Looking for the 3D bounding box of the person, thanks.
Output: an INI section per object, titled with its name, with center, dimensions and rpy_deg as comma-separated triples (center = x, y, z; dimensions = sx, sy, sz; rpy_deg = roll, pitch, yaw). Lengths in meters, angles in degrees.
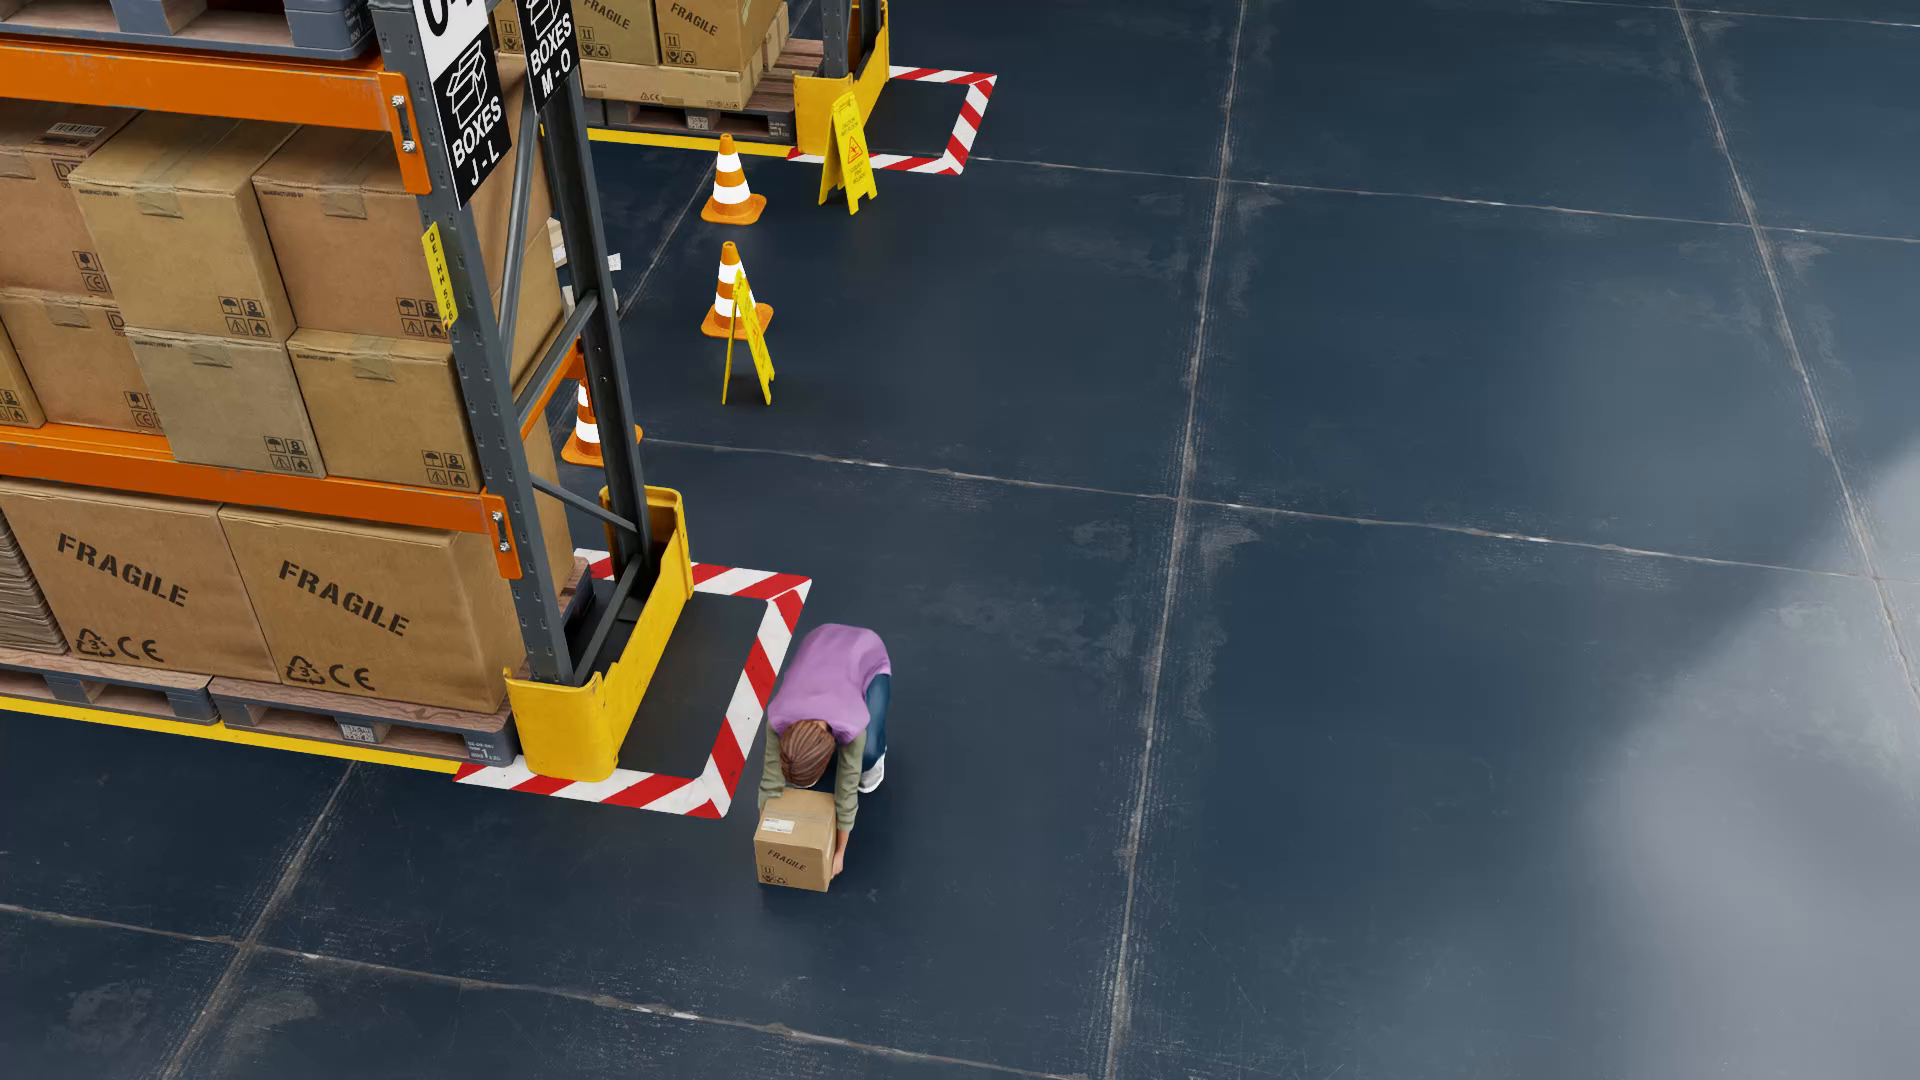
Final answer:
[person]
center = -0.482, 0.718, 6.080
dimensions = 0.421, 0.703, 0.853
rpy_deg = 9, 42, 11
